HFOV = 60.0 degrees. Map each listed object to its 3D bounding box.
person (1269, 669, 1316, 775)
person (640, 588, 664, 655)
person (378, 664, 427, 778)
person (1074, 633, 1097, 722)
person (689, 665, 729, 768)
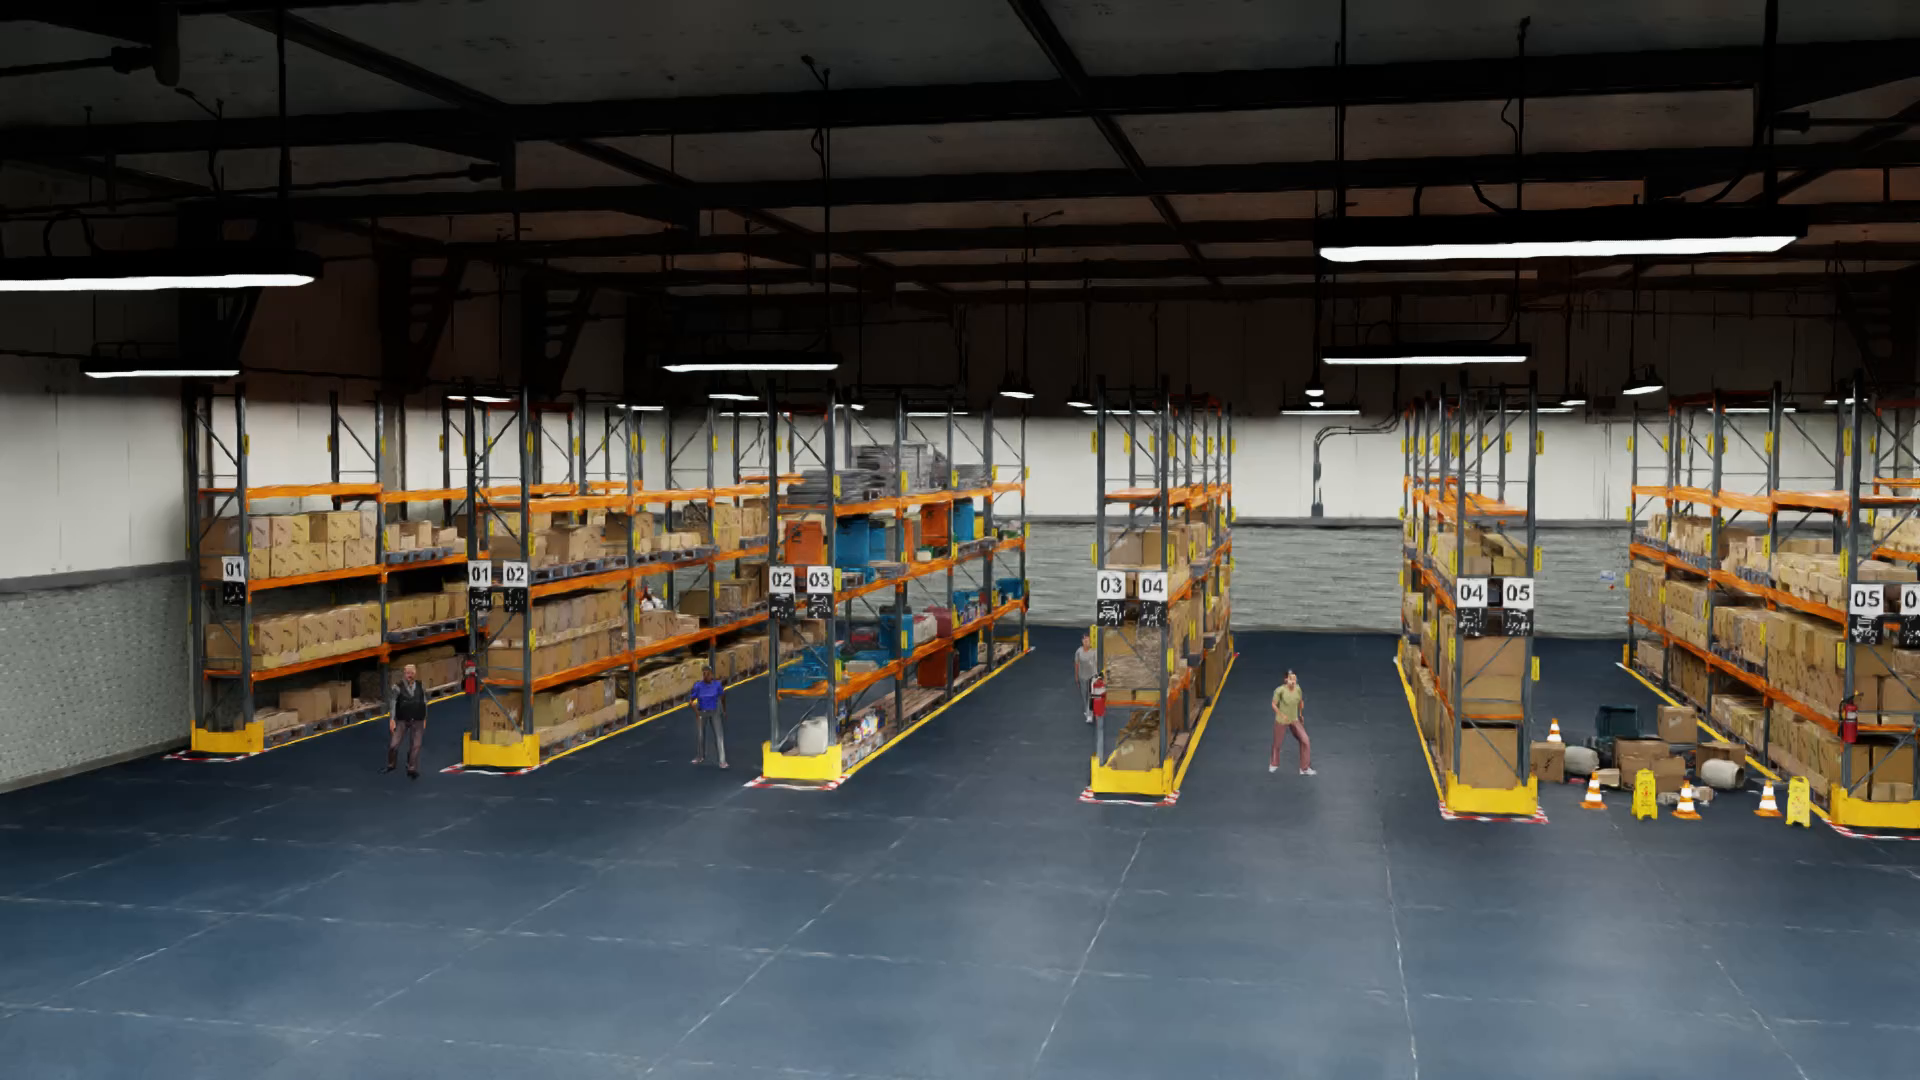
[{"bbox_3d":[4.999,2.746,25.251,0.621,1.610,0.790,0,3,-8],"label":"person"},{"bbox_3d":[-7.346,1.945,39.590,0.625,1.607,0.575,1,3,10],"label":"person"},{"bbox_3d":[-8.374,2.715,24.984,0.709,1.711,0.518,-2,4,-28],"label":"person"},{"bbox_3d":[2.293,2.465,30.161,0.446,1.590,1.110,1,3,15],"label":"person"},{"bbox_3d":[-3.892,2.731,25.893,0.622,1.567,0.822,0,3,-4],"label":"person"}]
